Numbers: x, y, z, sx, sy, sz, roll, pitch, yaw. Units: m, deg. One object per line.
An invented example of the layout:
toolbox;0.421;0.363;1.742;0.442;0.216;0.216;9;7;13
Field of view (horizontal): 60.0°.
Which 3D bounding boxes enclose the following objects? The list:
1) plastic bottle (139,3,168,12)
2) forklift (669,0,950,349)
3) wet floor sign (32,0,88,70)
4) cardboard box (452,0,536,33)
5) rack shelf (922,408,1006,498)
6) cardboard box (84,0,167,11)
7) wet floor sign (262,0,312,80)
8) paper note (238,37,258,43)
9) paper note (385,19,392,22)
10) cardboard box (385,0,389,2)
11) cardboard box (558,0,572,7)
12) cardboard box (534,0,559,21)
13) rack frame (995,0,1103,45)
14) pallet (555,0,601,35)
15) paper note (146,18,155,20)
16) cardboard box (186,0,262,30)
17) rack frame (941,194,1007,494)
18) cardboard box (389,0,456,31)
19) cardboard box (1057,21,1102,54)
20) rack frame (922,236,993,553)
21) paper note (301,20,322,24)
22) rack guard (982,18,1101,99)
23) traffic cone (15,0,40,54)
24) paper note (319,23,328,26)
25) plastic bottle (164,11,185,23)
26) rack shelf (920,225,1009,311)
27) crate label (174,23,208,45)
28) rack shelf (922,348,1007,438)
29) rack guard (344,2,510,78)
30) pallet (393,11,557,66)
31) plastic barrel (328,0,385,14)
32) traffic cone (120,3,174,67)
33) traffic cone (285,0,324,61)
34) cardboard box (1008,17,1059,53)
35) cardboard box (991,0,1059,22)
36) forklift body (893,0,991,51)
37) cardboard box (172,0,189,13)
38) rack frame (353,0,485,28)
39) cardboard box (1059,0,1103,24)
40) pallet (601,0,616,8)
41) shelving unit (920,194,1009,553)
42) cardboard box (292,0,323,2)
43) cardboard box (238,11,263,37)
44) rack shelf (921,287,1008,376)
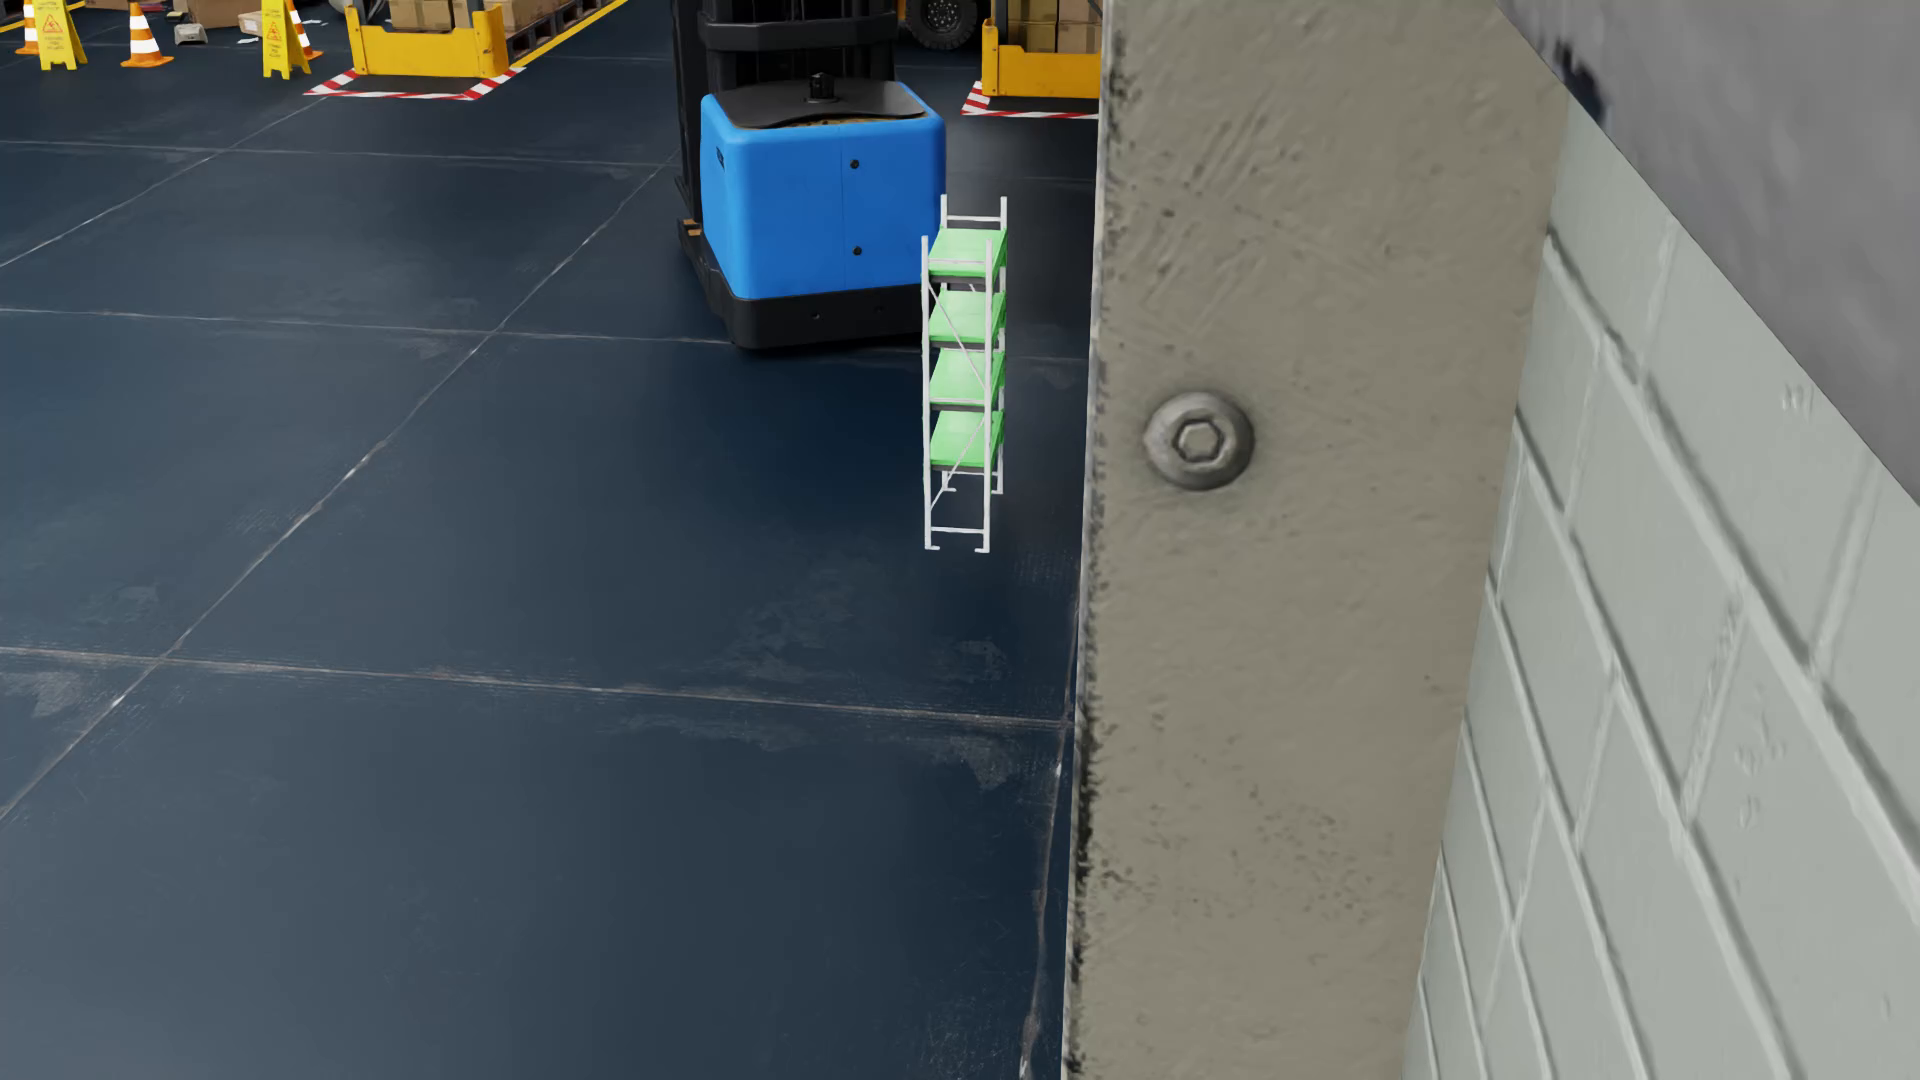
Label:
plastic bottle;-7.409;-4.880;15.244;0.283;0.061;0.133;-6;29;-11
forklift;-0.943;-2.864;8.476;1.130;2.935;3.031;-8;29;-14
wet floor sign;-7.130;-4.056;13.098;0.267;0.644;0.232;-1;28;-3
cardboard box;-3.793;-4.319;13.560;0.500;0.250;0.500;3;28;6
rack shelf;0.020;-0.339;6.254;0.258;0.148;0.480;3;28;6
cardboard box;-7.773;-5.214;15.399;0.500;0.500;0.500;8;29;15
wet floor sign;-5.251;-3.917;12.841;0.267;0.644;0.232;14;31;24
paper note;-6.026;-4.234;14.078;0.148;0.019;0.142;-6;29;-11
paper note;-5.058;-4.639;14.829;0.142;0.019;0.148;-6;29;-11
cardboard box;-5.158;-5.339;15.631;0.500;0.500;0.500;-24;36;-37
cardboard box;-3.668;-4.816;14.484;0.500;0.250;0.500;5;29;10
cardboard box;-3.723;-4.559;14.006;0.500;0.250;0.500;4;29;8
rack frame;0.761;-4.694;11.801;1.000;3.000;0.127;3;28;6
pallet;-3.870;-4.742;14.830;1.003;0.211;1.213;3;28;6
paper note;-7.258;-4.677;14.921;0.032;0.001;0.123;20;34;32
cardboard box;-6.463;-4.856;14.733;0.797;0.503;0.637;-17;33;-29
rack frame;0.050;-0.721;6.323;0.240;1.200;0.015;3;28;6
cardboard box;-4.331;-4.363;13.642;0.500;0.250;0.500;3;28;6
cardboard box;1.015;-3.888;12.761;0.500;0.250;0.500;3;29;6
rack frame;-0.010;-0.491;5.897;0.240;1.200;0.015;3;28;6
paper note;-5.773;-4.620;14.806;0.148;0.019;0.142;14;31;24
rack guard;0.758;-3.582;12.373;1.175;0.500;0.348;3;28;6
traffic cone;-7.617;-4.272;13.691;0.336;0.463;0.334;3;28;6
paper note;-5.625;-4.563;14.708;0.032;0.001;0.123;3;28;6
plastic bottle;-7.019;-4.683;14.877;0.133;0.061;0.283;-6;29;-11
rack shelf;0.020;-0.972;5.913;0.258;0.148;0.480;3;28;6
crate label;-6.502;-4.276;14.043;0.250;0.136;0.298;-11;30;-20
rack shelf;0.020;-0.550;6.140;0.258;0.148;0.480;3;28;6
rack guard;-4.157;-3.916;12.992;1.175;0.500;0.348;3;28;6
pallet;-4.022;-4.169;13.767;1.003;0.211;1.213;3;28;6
plastic barrel;-5.416;-4.907;14.912;0.421;0.421;0.512;-24;36;-37
traffic cone;-6.537;-4.046;13.272;0.336;0.463;0.334;3;28;6
traffic cone;-5.394;-4.141;13.449;0.336;0.463;0.334;3;28;6
cardboard box;0.505;-3.908;12.798;0.500;0.250;0.500;4;29;7
cardboard box;0.510;-4.136;12.694;0.500;0.250;0.500;3;28;6
forklift body;-0.818;-5.319;13.856;2.313;2.155;1.214;3;28;6
cardboard box;-6.984;-4.984;15.221;0.396;0.266;0.258;8;29;15
rack frame;-4.166;-4.981;12.333;1.000;3.000;0.127;3;28;6
cardboard box;1.024;-4.098;12.623;0.500;0.250;0.500;4;29;7
pallet;-3.723;-5.318;15.899;1.003;0.211;1.213;3;28;6
shelving unit;0.020;-0.606;6.110;0.258;1.200;0.503;3;28;6
cardboard box;-6.357;-5.356;15.518;0.797;0.637;0.503;3;28;6
cardboard box;-6.010;-4.460;14.371;0.380;0.149;0.250;20;34;32
rack shelf;0.020;-0.761;6.027;0.258;0.148;0.480;3;28;6
